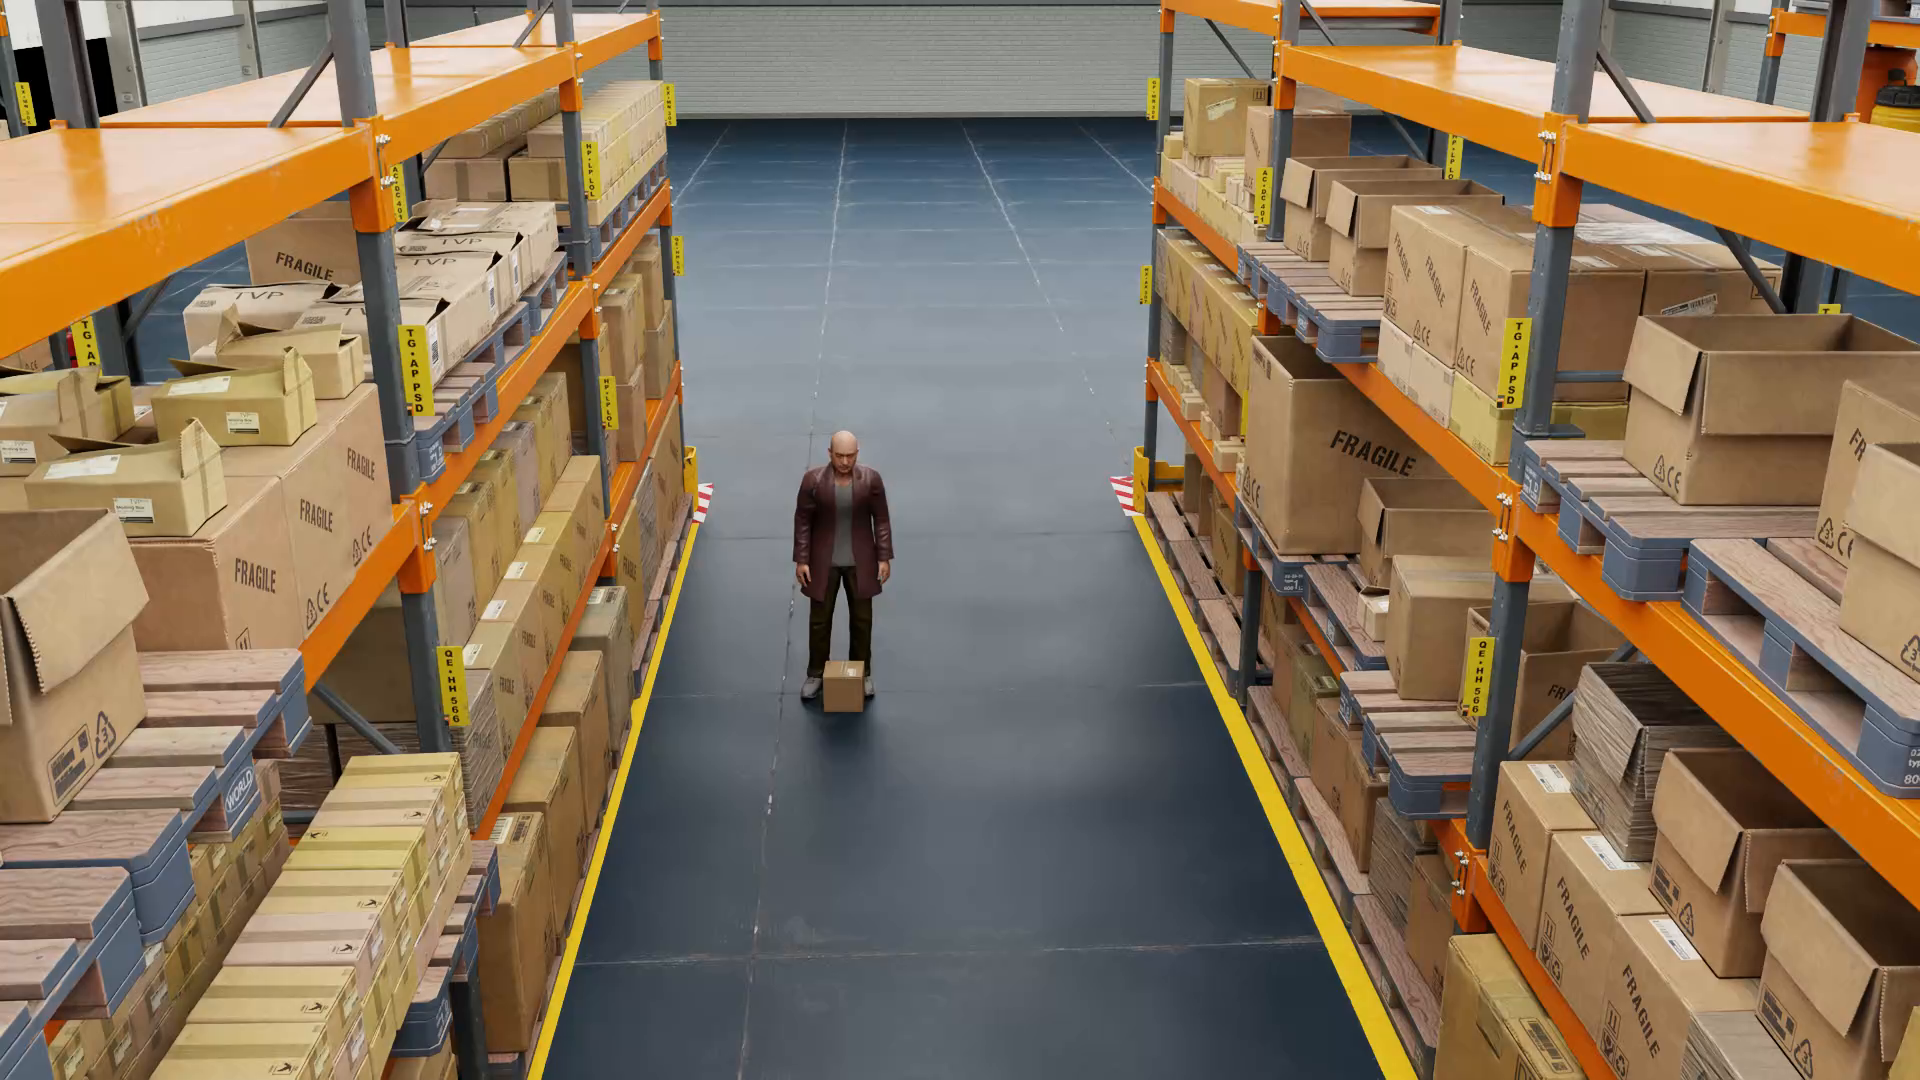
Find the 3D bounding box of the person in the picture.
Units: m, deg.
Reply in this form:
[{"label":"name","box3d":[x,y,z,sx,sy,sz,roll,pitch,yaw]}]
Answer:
[{"label":"person","box3d":[-0.750,0.143,10.705,0.654,1.774,0.421,-2,20,-6]}]
